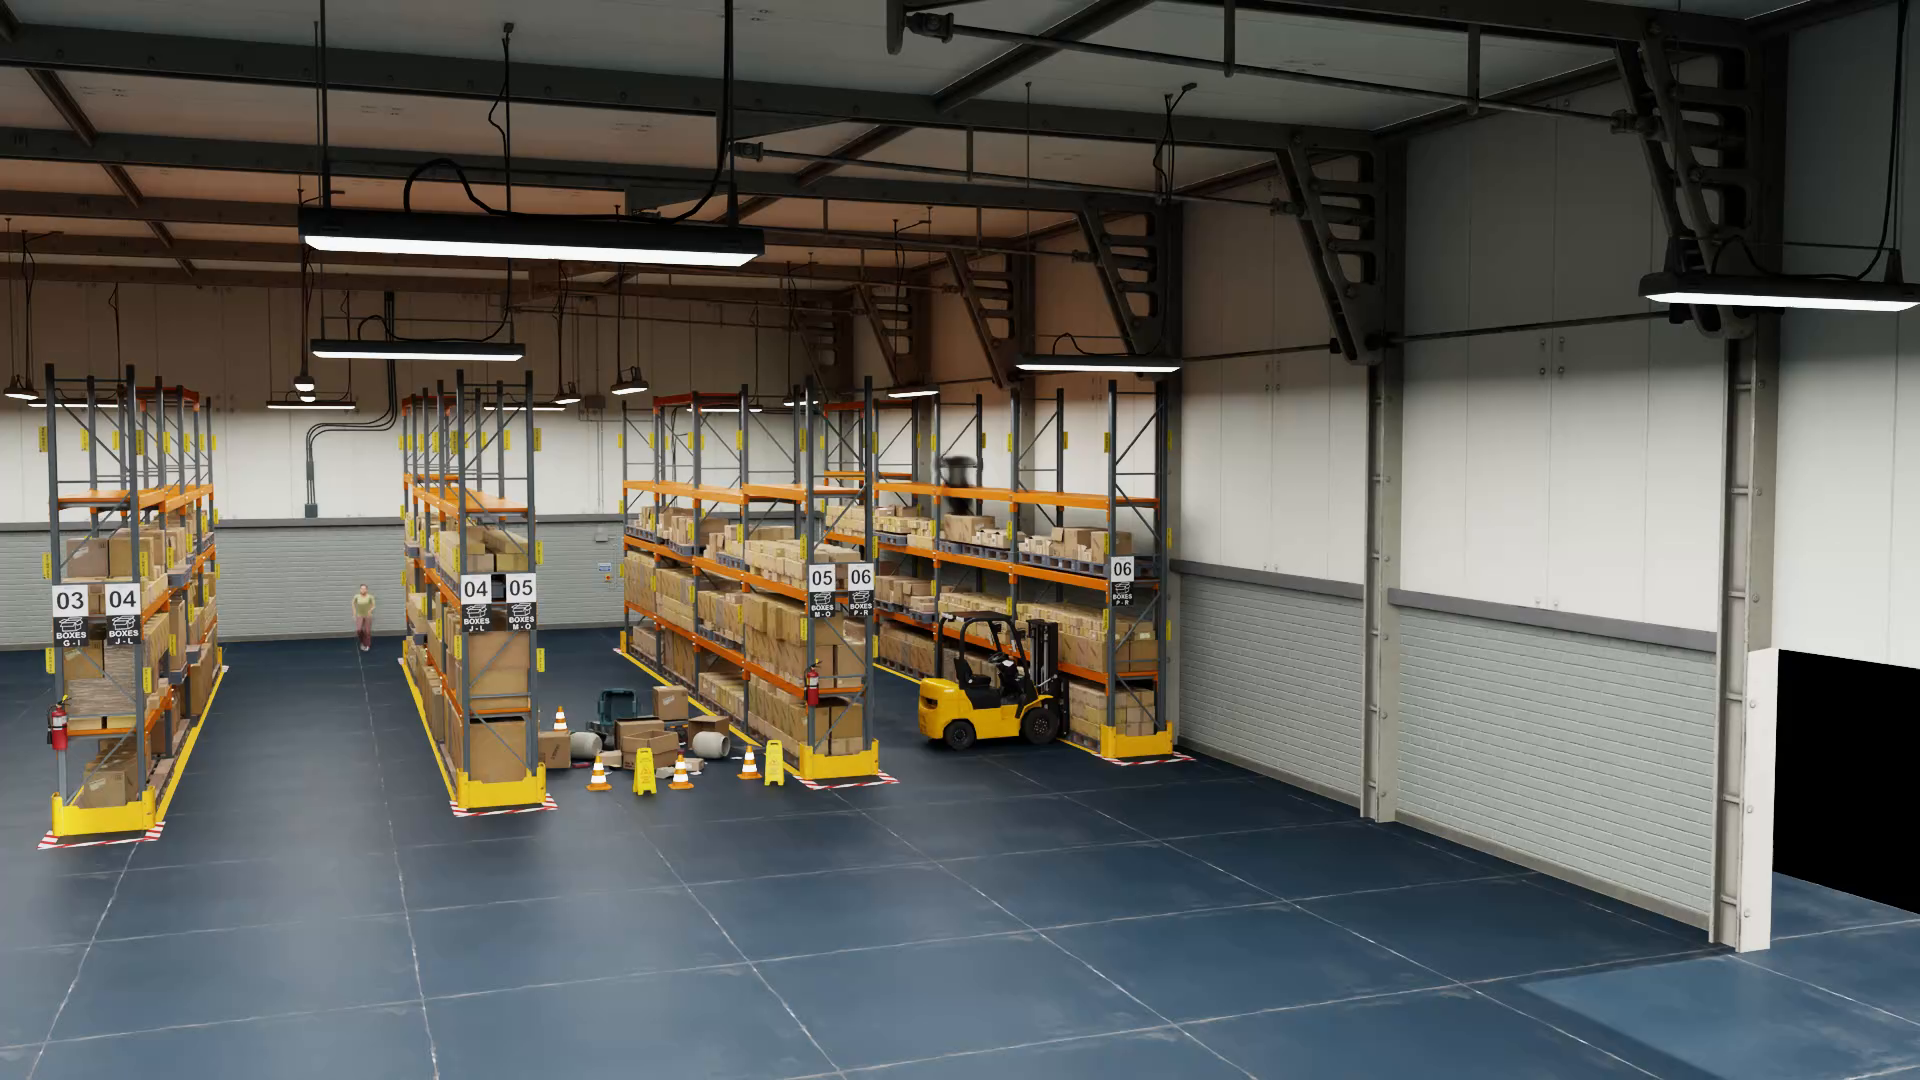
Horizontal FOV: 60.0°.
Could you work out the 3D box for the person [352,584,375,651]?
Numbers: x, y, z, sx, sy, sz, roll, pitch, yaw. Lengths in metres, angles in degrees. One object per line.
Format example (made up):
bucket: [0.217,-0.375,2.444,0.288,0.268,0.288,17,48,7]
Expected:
person: [-14.304,1.852,39.887,0.535,1.623,0.694,-1,3,-15]
